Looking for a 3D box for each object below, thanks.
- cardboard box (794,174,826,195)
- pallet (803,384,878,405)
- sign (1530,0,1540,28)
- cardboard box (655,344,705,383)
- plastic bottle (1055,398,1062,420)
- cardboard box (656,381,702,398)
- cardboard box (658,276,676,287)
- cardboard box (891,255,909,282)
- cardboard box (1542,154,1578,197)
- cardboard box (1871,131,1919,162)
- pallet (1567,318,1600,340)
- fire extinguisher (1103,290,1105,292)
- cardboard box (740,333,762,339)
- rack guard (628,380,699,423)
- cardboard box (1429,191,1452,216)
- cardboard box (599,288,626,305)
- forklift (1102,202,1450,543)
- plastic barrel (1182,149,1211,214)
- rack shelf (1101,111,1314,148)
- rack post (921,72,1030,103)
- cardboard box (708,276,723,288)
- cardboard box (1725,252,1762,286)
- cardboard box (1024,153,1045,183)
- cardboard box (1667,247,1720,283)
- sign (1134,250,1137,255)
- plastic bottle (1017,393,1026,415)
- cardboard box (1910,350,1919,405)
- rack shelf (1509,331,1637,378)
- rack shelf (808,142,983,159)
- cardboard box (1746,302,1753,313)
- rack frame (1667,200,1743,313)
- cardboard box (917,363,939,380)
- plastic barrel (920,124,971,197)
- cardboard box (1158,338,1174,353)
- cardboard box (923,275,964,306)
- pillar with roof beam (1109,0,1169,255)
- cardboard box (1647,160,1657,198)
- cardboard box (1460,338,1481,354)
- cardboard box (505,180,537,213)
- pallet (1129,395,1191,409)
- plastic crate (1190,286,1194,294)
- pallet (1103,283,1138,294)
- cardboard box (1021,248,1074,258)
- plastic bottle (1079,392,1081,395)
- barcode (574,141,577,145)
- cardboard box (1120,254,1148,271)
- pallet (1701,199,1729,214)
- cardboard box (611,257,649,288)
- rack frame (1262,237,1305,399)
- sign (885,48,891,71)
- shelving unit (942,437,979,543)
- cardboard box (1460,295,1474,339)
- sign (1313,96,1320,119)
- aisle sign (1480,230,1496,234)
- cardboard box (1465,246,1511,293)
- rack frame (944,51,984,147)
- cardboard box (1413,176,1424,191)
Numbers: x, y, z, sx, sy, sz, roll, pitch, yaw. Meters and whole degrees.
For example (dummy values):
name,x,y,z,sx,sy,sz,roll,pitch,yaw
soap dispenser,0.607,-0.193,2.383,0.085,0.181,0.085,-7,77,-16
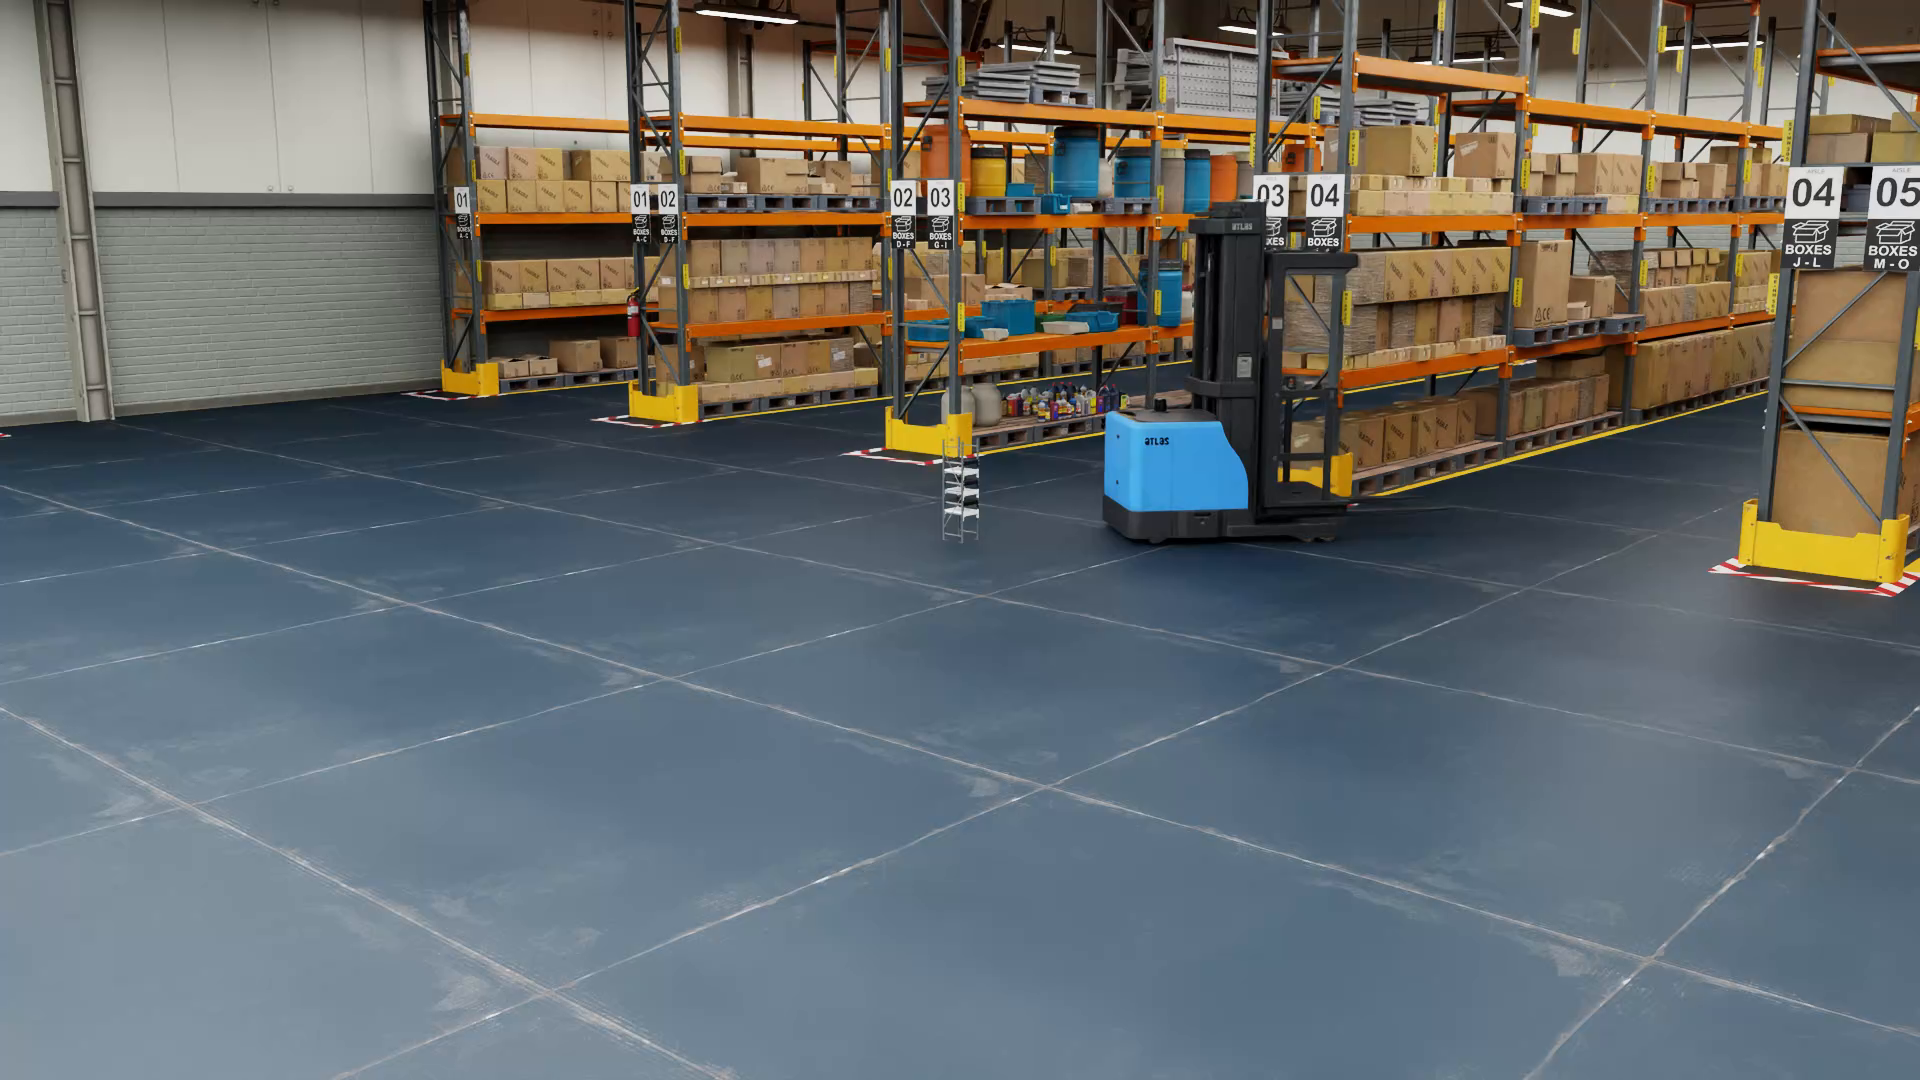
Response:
name,x,y,z,sx,sy,sz,roll,pitch,yaw
cardboard box,-2.362,-5.340,24.927,0.500,0.311,0.500,9,14,37
pallet,-2.031,-2.278,25.580,1.003,0.211,1.213,10,15,40
sign,6.359,-5.842,18.398,0.100,0.325,0.005,10,15,40
cardboard box,-3.985,-2.512,23.661,0.500,0.500,0.500,10,15,40
plastic bottle,1.260,-1.683,21.320,0.097,0.271,0.097,0,11,0
cardboard box,-3.983,-2.144,23.733,0.500,0.250,0.500,10,15,40
cardboard box,-4.006,-3.617,23.250,0.380,0.149,0.250,9,15,39
cardboard box,-1.364,-5.378,32.911,0.500,0.500,0.500,10,15,40
cardboard box,6.970,-4.399,20.081,0.797,0.503,0.637,11,15,43
cardboard box,7.494,-3.067,13.048,0.500,0.250,0.500,10,15,40
pallet,7.328,-2.674,20.930,1.003,0.211,1.213,10,15,40
fire extinguisher,3.169,-5.905,37.765,0.296,0.674,0.183,10,15,40
cardboard box,-4.055,-3.650,30.587,0.700,0.500,0.500,10,15,41
rack guard,-4.131,-1.940,23.146,1.175,0.500,0.348,10,15,40
cardboard box,4.841,-3.549,17.545,0.500,0.250,0.500,10,15,42
cardboard box,-5.939,-4.076,27.795,0.500,0.250,0.500,10,15,40
forklift,2.874,-1.521,14.842,3.031,2.935,1.130,-2,11,-9
plastic barrel,3.279,-5.129,23.792,0.600,0.901,0.708,10,15,40
rack shelf,3.564,-5.804,23.651,1.077,0.370,4.000,10,15,40
rack post,0.197,-5.319,19.645,0.954,0.300,0.937,-10,15,-41
cardboard box,-3.522,-3.605,23.191,0.380,0.149,0.250,9,15,39
cardboard box,12.084,-4.202,25.800,0.500,0.500,0.500,10,15,40
cardboard box,1.458,-6.420,28.727,0.500,0.500,0.500,10,15,40
cardboard box,10.829,-4.099,24.759,0.797,0.503,0.637,9,15,39
sign,3.393,-5.428,32.019,0.100,0.325,0.005,10,15,40
plastic bottle,0.764,-1.789,21.840,0.152,0.276,0.135,9,15,39
cardboard box,7.540,-1.449,13.925,0.875,0.550,0.550,10,15,40
rack shelf,7.284,-2.418,20.993,1.077,0.370,4.000,10,15,40
rack shelf,-1.238,-7.673,33.011,1.077,0.370,4.000,10,15,40
cardboard box,12.037,-3.608,25.758,0.380,0.149,0.250,10,15,42
rack frame,11.245,-3.653,25.343,1.000,3.000,0.127,10,15,40
cardboard box,-0.684,-2.717,26.606,0.500,0.250,0.500,10,15,42
plastic barrel,-0.172,-4.503,19.773,0.600,0.830,0.708,10,15,40
cardboard box,3.695,-3.815,31.411,0.500,0.500,0.500,10,15,40
cardboard box,-0.277,-4.069,27.168,0.500,0.500,0.500,10,15,40
pillar with roof beam,7.089,-9.057,37.083,9.100,9.000,0.548,10,15,40
cardboard box,8.953,-4.891,22.547,0.797,0.503,0.637,11,16,44
cardboard box,5.579,-2.167,18.546,0.380,0.149,0.250,10,15,40
cardboard box,-7.049,-5.430,26.274,0.500,0.500,0.500,-11,16,-44
pallet,2.733,-1.870,23.533,1.003,0.211,1.213,10,15,40
plastic crate,3.587,-3.538,24.604,0.402,0.464,0.583,10,15,40
pallet,3.196,-4.737,31.259,1.003,0.211,1.213,10,15,40
cardboard box,1.922,-6.125,36.954,0.980,0.700,0.700,10,15,40
plastic bottle,1.601,-1.802,21.886,0.061,0.283,0.133,10,15,40
barcode,-6.439,-6.651,27.844,0.001,0.075,0.075,10,15,40
cardboard box,3.325,-5.149,31.503,0.700,0.500,0.500,4,12,21
pallet,10.677,-4.889,24.360,0.805,0.209,1.217,9,14,38
cardboard box,-5.603,-4.518,28.089,0.500,0.500,0.500,10,15,40
rack frame,4.884,-3.705,25.602,1.000,3.000,0.127,10,15,40
sign,-1.074,-7.160,24.793,0.100,0.325,0.005,10,15,40
shelving unit,0.005,-0.442,14.629,0.258,0.900,0.210,10,15,40
cardboard box,5.264,-2.544,18.774,0.875,0.500,0.500,10,15,40
sign,5.302,-6.419,24.696,0.100,0.325,0.005,10,15,40
aisle sign,9.989,-6.206,31.486,0.394,0.787,0.004,10,15,40
cardboard box,5.874,-3.060,18.803,0.500,0.500,0.500,10,15,40
rack frame,0.082,-8.516,34.374,1.000,3.000,0.127,10,15,40
cardboard box,4.563,-3.678,17.174,0.380,0.149,0.250,9,14,38
